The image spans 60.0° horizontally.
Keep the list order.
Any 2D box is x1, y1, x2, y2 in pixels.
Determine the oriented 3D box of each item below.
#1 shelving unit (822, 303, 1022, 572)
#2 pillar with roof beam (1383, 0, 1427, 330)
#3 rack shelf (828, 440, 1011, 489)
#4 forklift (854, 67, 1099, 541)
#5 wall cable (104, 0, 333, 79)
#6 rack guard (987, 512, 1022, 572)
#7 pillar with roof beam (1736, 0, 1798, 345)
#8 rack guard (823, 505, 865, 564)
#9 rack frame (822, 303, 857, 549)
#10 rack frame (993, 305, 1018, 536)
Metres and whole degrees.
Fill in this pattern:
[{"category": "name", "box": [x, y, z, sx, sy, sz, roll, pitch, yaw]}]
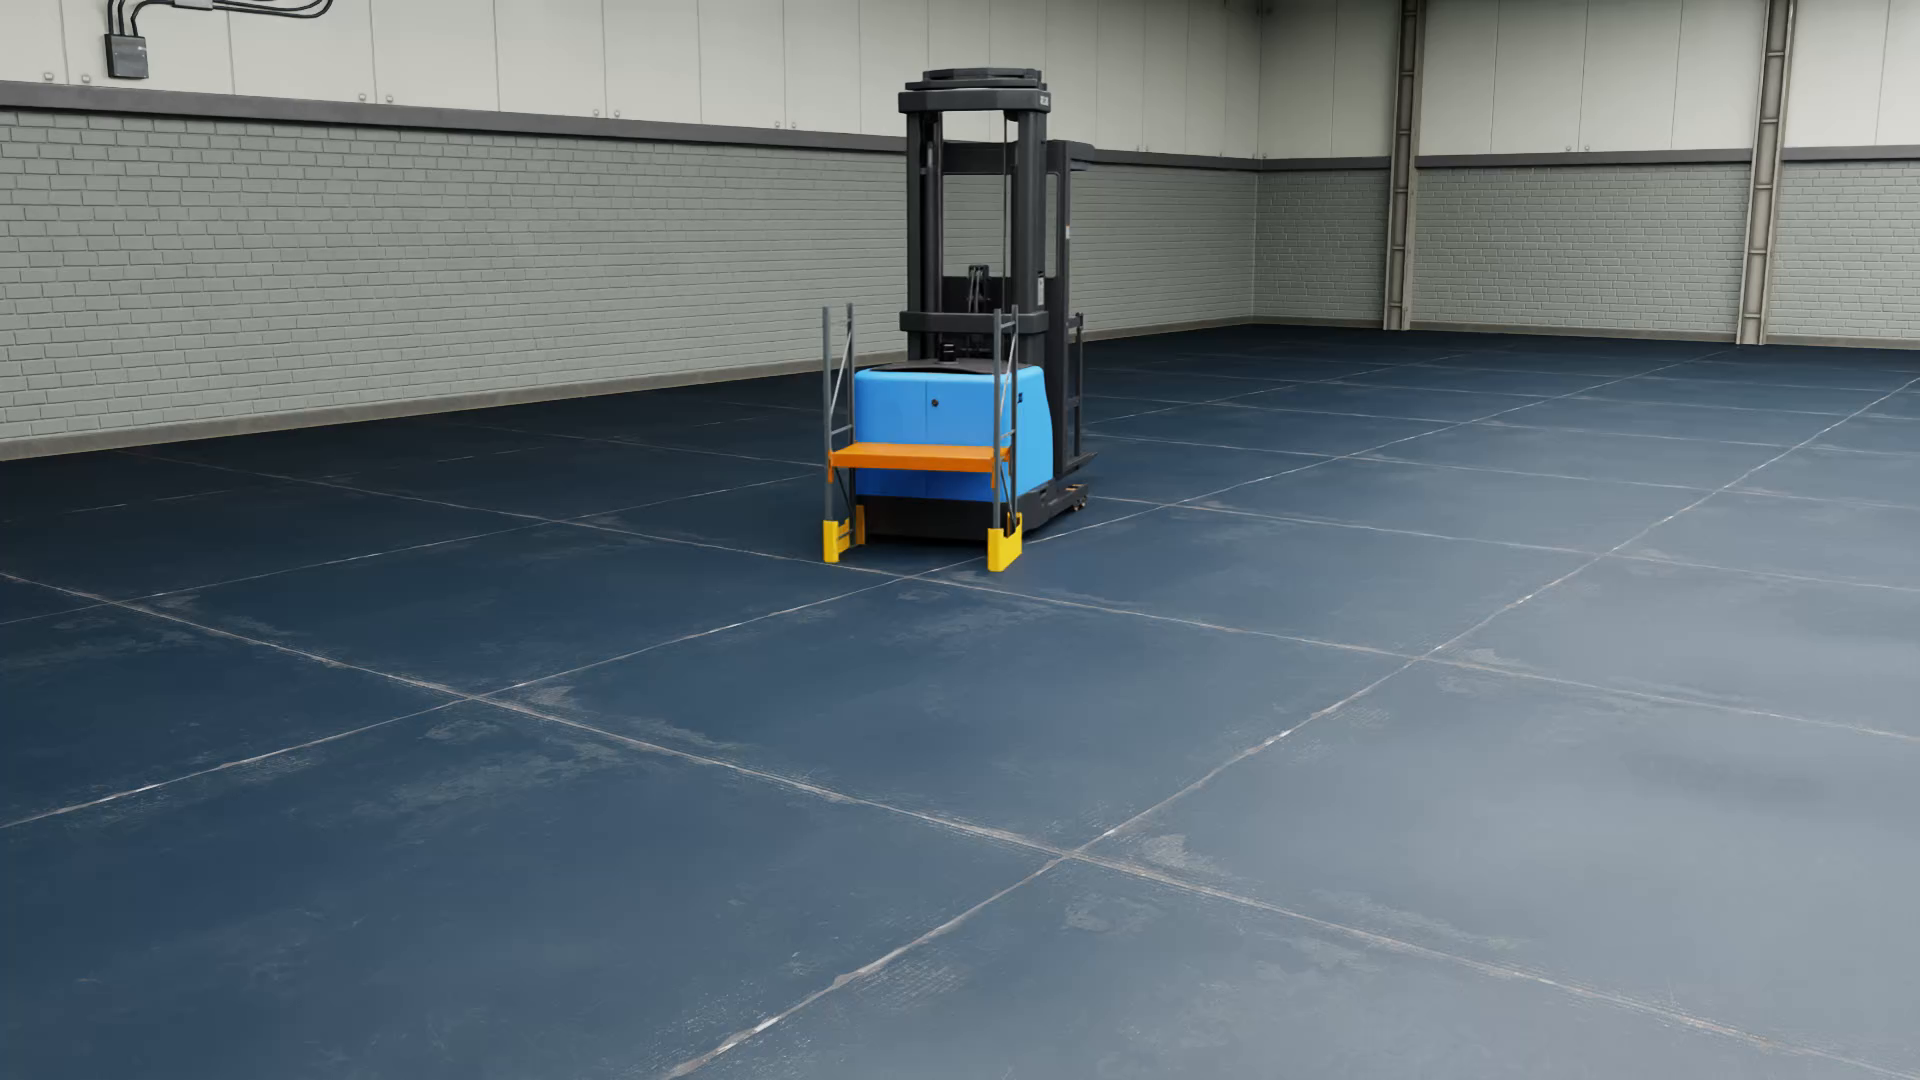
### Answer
[{"category": "shelving unit", "box": [-0.217, -0.629, 9.834, 1.083, 1.500, 0.587, 3, 11, 14]}, {"category": "pillar with roof beam", "box": [5.453, -7.618, 26.216, 0.400, 9.000, 9.100, 8, 13, 36]}, {"category": "rack shelf", "box": [-0.226, -0.453, 9.870, 1.000, 0.185, 0.538, 3, 11, 14]}, {"category": "forklift", "box": [0.274, -1.658, 11.382, 1.130, 2.935, 3.031, 4, 12, 18]}, {"category": "wall cable", "box": [-6.604, -7.110, 14.634, 0.169, 6.003, 2.305, 8, 13, 36]}, {"category": "rack guard", "box": [0.266, 0.008, 9.833, 0.087, 0.250, 0.587, 3, 11, 14]}, {"category": "pillar with roof beam", "box": [10.289, -6.943, 22.729, 0.400, 9.000, 9.100, 8, 13, 36]}, {"category": "rack guard", "box": [-0.700, -0.039, 10.072, 0.087, 0.250, 0.587, 3, 11, 14]}, {"category": "rack frame", "box": [-0.719, -0.653, 9.958, 0.032, 1.500, 0.500, 3, 11, 14]}, {"category": "rack frame", "box": [0.267, -0.606, 9.714, 0.032, 1.500, 0.500, 3, 11, 14]}]
